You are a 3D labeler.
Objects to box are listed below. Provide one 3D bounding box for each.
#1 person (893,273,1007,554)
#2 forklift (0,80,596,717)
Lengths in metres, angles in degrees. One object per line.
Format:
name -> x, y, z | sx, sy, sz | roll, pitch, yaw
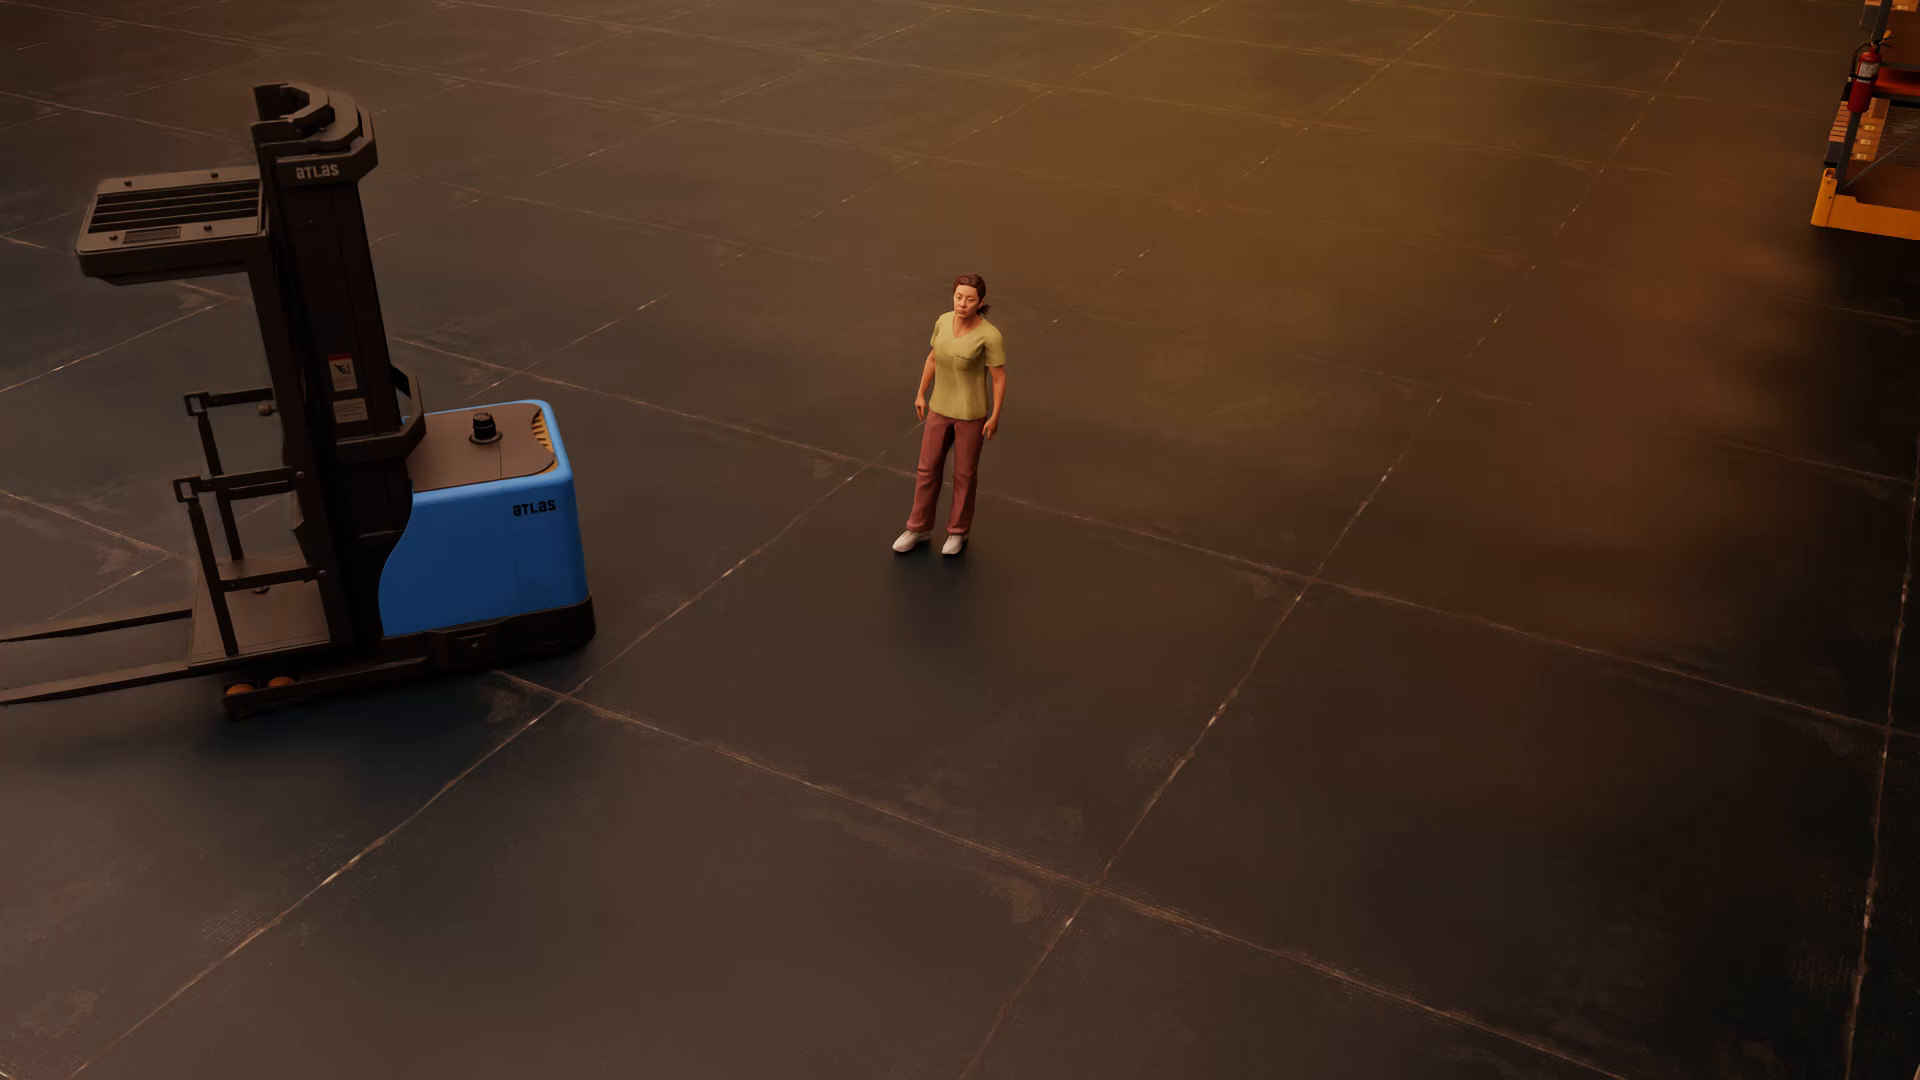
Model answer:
person -> -0.045, -0.697, 9.533 | 0.555, 1.662, 0.549 | 15, 33, 25
forklift -> -3.542, -0.667, 8.226 | 3.031, 2.935, 1.130 | -10, 31, -17
